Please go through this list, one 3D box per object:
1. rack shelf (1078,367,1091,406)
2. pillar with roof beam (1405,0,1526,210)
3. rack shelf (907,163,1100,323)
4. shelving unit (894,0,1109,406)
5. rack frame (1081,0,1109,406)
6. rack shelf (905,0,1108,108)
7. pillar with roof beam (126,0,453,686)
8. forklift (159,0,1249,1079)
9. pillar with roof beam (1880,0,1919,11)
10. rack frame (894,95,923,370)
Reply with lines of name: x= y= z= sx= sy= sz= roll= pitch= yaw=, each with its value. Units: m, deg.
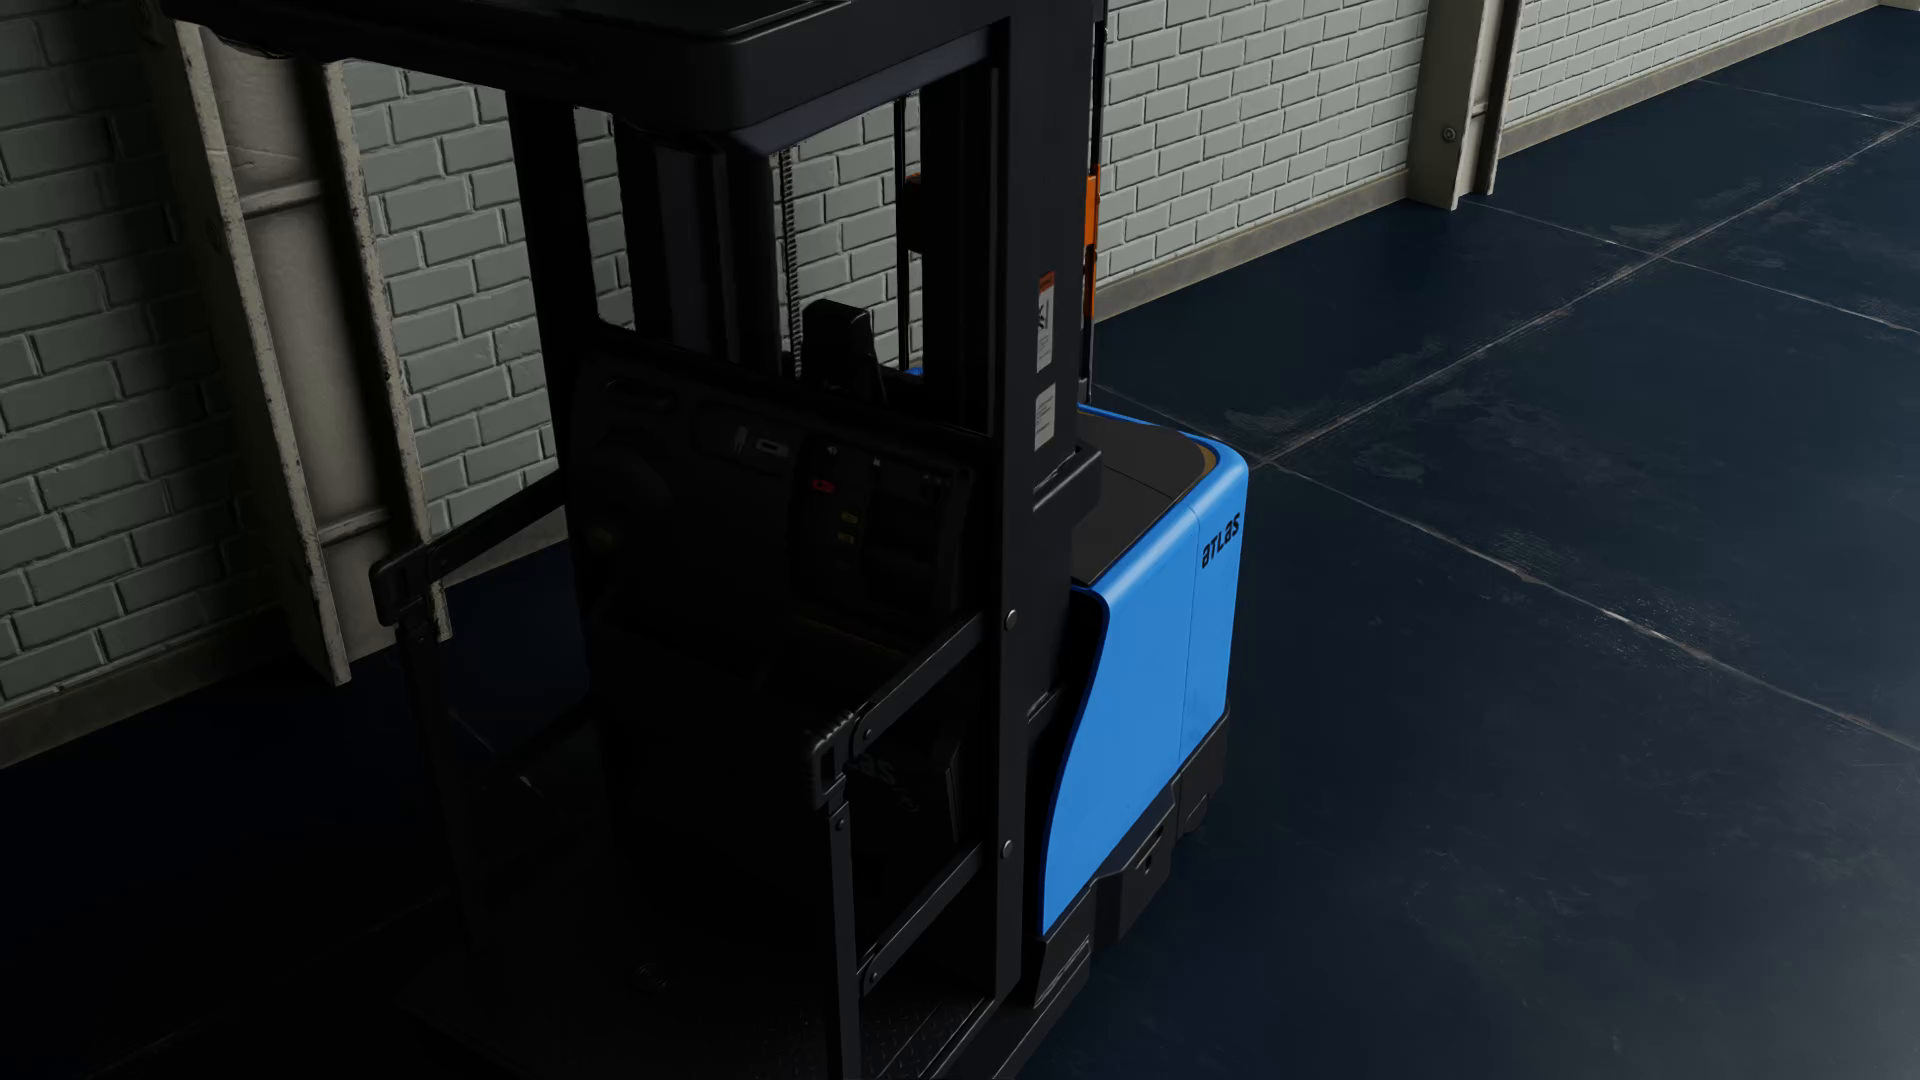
rack shelf: x=0.121 y=-0.346 z=5.671 sx=0.480 sy=0.518 sz=0.431 roll=-26 pitch=40 yaw=-35
pillar with roof beam: x=5.478 y=-4.005 z=3.674 sx=0.400 sy=9.000 sz=9.100 roll=-26 pitch=40 yaw=-35
rack shelf: x=0.121 y=-0.943 z=5.305 sx=0.480 sy=0.518 sz=0.431 roll=-26 pitch=40 yaw=-35
shelving unit: x=0.121 y=-0.955 z=5.298 sx=0.503 sy=2.100 sz=0.431 roll=-26 pitch=40 yaw=-35
rack frame: x=0.300 y=-1.041 z=5.440 sx=0.015 sy=2.100 sz=0.400 roll=-26 pitch=40 yaw=-35
rack shelf: x=0.121 y=-1.540 z=4.940 sx=0.480 sy=0.518 sz=0.431 roll=-26 pitch=40 yaw=-35
pillar with roof beam: x=1.078 y=-1.877 z=0.193 sx=0.400 sy=9.000 sz=9.100 roll=-26 pitch=40 yaw=-35
forklift: x=-0.491 y=-0.043 z=3.010 sx=1.130 sy=2.935 sz=3.031 roll=18 pitch=36 yaw=27
pillar with roof beam: x=9.877 y=-6.133 z=7.154 sx=0.400 sy=9.000 sz=9.100 roll=-26 pitch=40 yaw=-35
rack frame: x=-0.058 y=-0.868 z=5.157 sx=0.015 sy=2.100 sz=0.400 roll=-26 pitch=40 yaw=-35
